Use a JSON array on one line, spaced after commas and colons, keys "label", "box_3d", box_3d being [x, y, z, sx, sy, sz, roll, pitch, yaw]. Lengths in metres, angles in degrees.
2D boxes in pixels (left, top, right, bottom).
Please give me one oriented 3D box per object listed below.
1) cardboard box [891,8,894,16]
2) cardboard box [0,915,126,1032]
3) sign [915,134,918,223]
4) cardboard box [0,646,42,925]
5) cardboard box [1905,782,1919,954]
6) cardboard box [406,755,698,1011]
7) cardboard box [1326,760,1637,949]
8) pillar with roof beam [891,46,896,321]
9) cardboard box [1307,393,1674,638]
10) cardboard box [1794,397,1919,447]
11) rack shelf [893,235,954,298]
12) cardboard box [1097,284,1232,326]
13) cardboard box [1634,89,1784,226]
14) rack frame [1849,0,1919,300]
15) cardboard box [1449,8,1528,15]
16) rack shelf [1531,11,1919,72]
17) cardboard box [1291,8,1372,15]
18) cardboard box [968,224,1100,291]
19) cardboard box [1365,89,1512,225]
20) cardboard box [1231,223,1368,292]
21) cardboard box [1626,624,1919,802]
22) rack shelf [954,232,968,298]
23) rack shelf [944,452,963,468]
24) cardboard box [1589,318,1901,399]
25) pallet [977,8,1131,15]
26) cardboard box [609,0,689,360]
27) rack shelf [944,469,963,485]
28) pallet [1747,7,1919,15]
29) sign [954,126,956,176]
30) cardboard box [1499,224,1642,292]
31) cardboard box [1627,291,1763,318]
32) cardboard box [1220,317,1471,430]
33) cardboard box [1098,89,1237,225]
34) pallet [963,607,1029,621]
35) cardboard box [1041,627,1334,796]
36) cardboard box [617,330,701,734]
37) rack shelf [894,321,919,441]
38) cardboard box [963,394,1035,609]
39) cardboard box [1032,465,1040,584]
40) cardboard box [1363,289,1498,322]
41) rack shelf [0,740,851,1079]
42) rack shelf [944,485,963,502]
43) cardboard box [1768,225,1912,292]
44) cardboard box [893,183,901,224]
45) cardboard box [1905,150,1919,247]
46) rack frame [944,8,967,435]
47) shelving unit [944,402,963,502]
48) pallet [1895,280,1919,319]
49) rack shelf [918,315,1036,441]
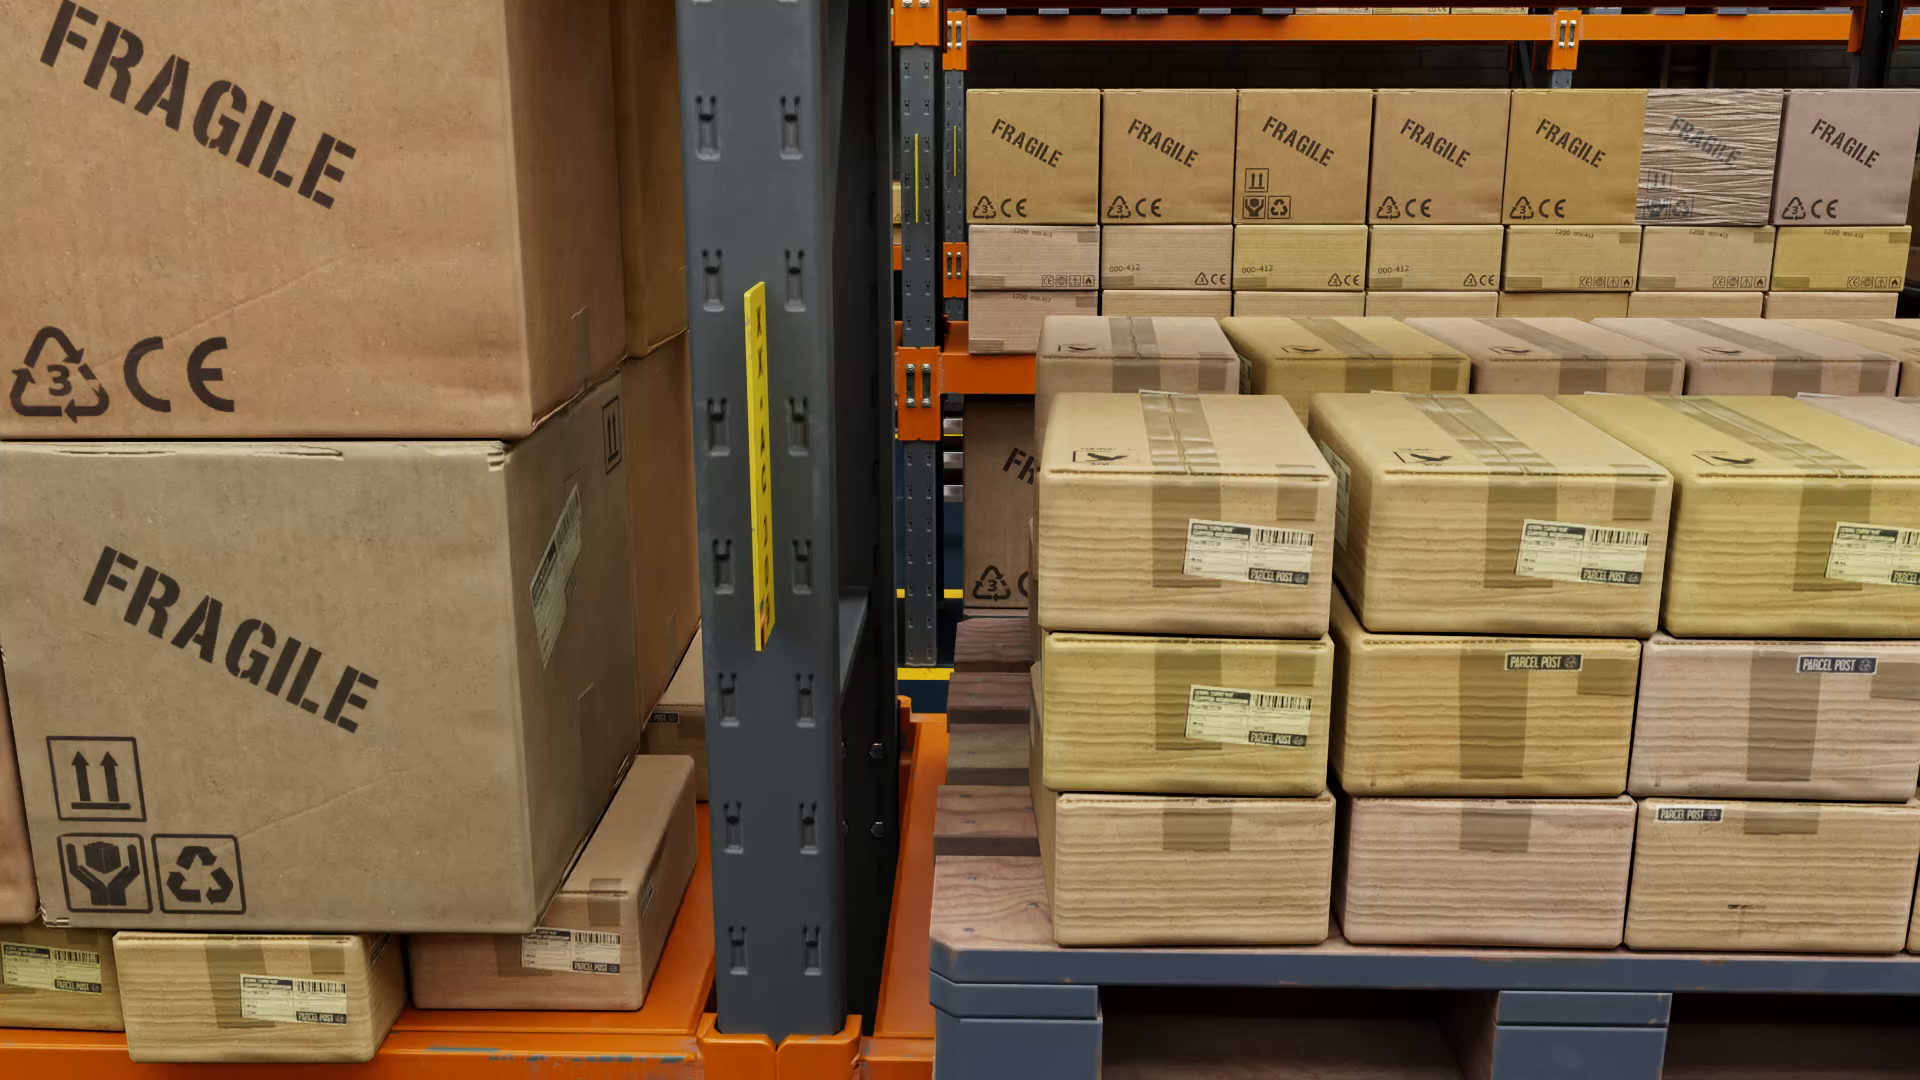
[{"label": "cardboard box", "box_3d": [-0.394, -3.572, 11.110, 0.250, 0.149, 0.380, 0, 15, 1]}, {"label": "cardboard box", "box_3d": [-0.993, 0.402, 1.930, 0.250, 0.149, 0.380, 1, 15, 4]}, {"label": "sign", "box_3d": [-0.163, -1.365, 6.282, 0.005, 0.325, 0.100, 0, 15, 1]}, {"label": "cardboard box", "box_3d": [-1.185, 0.086, 1.854, 0.500, 0.500, 0.500, 0, 15, 0]}, {"label": "cardboard box", "box_3d": [0.985, 0.256, 1.658, 0.250, 0.149, 0.380, 1, 15, 2]}, {"label": "cardboard box", "box_3d": [-0.467, 0.393, 1.965, 0.250, 0.149, 0.380, 0, 15, 1]}, {"label": "cardboard box", "box_3d": [0.484, 0.252, 1.675, 0.250, 0.149, 0.380, 1, 15, 2]}, {"label": "pillar with roof beam", "box_3d": [-0.810, -4.353, 7.699, 0.400, 9.000, 9.100, 0, 15, 1]}, {"label": "cardboard box", "box_3d": [0.486, -0.036, 1.599, 0.250, 0.149, 0.380, 1, 15, 3]}, {"label": "cardboard box", "box_3d": [0.991, -0.031, 1.582, 0.250, 0.149, 0.380, 0, 15, 1]}, {"label": "rack shelf", "box_3d": [-2.026, -1.981, 11.878, 4.000, 0.370, 1.077, 0, 15, 1]}, {"label": "cardboard box", "box_3d": [0.800, -0.904, 6.681, 0.500, 0.250, 0.500, 0, 15, 0]}, {"label": "cardboard box", "box_3d": [2.812, -1.493, 6.464, 0.500, 0.500, 0.500, 1, 15, 2]}, {"label": "rack frame", "box_3d": [3.849, -1.024, 6.840, 0.127, 3.000, 1.000, 0, 15, 1]}, {"label": "cardboard box", "box_3d": [3.452, -3.609, 11.053, 0.500, 0.250, 0.500, 0, 15, 0]}, {"label": "rack shelf", "box_3d": [5.971, -3.379, 11.298, 4.000, 0.370, 1.077, 0, 15, 1]}, {"label": "cardboard box", "box_3d": [2.450, -3.615, 11.076, 0.500, 0.250, 0.500, 0, 15, 1]}, {"label": "cardboard box", "box_3d": [0.283, -1.144, 6.611, 0.500, 0.250, 0.500, 0, 15, 0]}, {"label": "cardboard box", "box_3d": [1.810, -1.503, 6.503, 0.500, 0.500, 0.500, 0, 15, 1]}, {"label": "cardboard box", "box_3d": [1.308, -1.138, 6.587, 0.500, 0.250, 0.500, 1, 15, 2]}, {"label": "cardboard box", "box_3d": [0.724, 0.110, 1.627, 0.250, 0.149, 0.380, 1, 15, 3]}, {"label": "rack shelf", "box_3d": [1.972, -1.955, 11.779, 4.000, 0.370, 1.077, 0, 15, 1]}, {"label": "rack shelf", "box_3d": [-0.008, -0.403, 8.734, 0.200, 0.077, 0.258, 0, 15, 1]}, {"label": "cardboard box", "box_3d": [1.020, -0.198, 2.213, 0.250, 0.149, 0.380, 0, 15, 1]}, {"label": "pallet", "box_3d": [0.623, -3.653, 11.294, 1.003, 0.211, 1.213, 0, 15, 1]}, {"label": "cardboard box", "box_3d": [-0.620, -0.527, 2.220, 0.500, 0.500, 0.500, 1, 15, 3]}, {"label": "rack shelf", "box_3d": [-0.008, -0.316, 8.757, 0.200, 0.077, 0.258, 0, 15, 1]}, {"label": "pallet", "box_3d": [5.770, -3.660, 11.324, 1.213, 0.211, 1.003, 1, 15, 4]}, {"label": "sign", "box_3d": [-0.033, -2.596, 11.102, 0.005, 0.325, 0.100, 0, 15, 1]}, {"label": "cardboard box", "box_3d": [2.333, -1.132, 6.564, 0.500, 0.250, 0.500, 0, 15, 0]}, {"label": "cardboard box", "box_3d": [2.825, -0.888, 6.618, 0.500, 0.250, 0.500, 1, 15, 2]}, {"label": "cardboard box", "box_3d": [0.500, -0.202, 2.227, 0.250, 0.149, 0.380, 0, 15, 0]}, {"label": "cardboard box", "box_3d": [0.792, -1.509, 6.524, 0.500, 0.500, 0.500, 0, 15, 1]}, {"label": "pallet", "box_3d": [0.623, 0.284, 7.348, 1.213, 0.211, 1.003, 0, 15, 1]}, {"label": "cardboard box", "box_3d": [0.207, 0.108, 1.638, 0.250, 0.149, 0.380, 1, 15, 2]}, {"label": "cardboard box", "box_3d": [-0.664, -0.046, 2.357, 0.500, 0.500, 0.500, 0, 15, 0]}, {"label": "rack shelf", "box_3d": [-2.149, -0.715, 7.080, 4.000, 0.370, 1.077, 0, 15, 1]}, {"label": "cardboard box", "box_3d": [0.472, -0.242, 7.218, 0.875, 0.875, 0.875, 1, 15, 3]}, {"label": "cardboard box", "box_3d": [0.227, -0.060, 2.273, 0.250, 0.149, 0.380, 1, 15, 3]}, {"label": "cardboard box", "box_3d": [1.812, -0.891, 6.631, 0.500, 0.250, 0.500, 0, 15, 1]}, {"label": "rack shelf", "box_3d": [-2.175, 0.548, 2.293, 4.000, 0.370, 1.077, 0, 15, 1]}, {"label": "rack shelf", "box_3d": [-0.008, -0.229, 8.780, 0.200, 0.077, 0.258, 0, 15, 1]}, {"label": "cardboard box", "box_3d": [3.358, -1.131, 6.562, 0.500, 0.250, 0.500, 0, 15, 1]}, {"label": "cardboard box", "box_3d": [-0.542, -2.328, 11.495, 0.500, 0.250, 0.500, 1, 15, 3]}, {"label": "cardboard box", "box_3d": [4.310, -1.487, 6.993, 0.500, 0.500, 0.500, 0, 15, 0]}, {"label": "rack frame", "box_3d": [-0.027, -2.316, 11.737, 0.127, 3.000, 1.000, 0, 15, 1]}, {"label": "shelving unit", "box_3d": [-0.008, -0.435, 8.725, 0.210, 0.900, 0.258, 0, 15, 1]}, {"label": "pallet", "box_3d": [4.564, -0.953, 6.950, 1.003, 0.211, 1.213, 0, 15, 1]}, {"label": "rack shelf", "box_3d": [1.849, -0.689, 6.981, 4.000, 0.370, 1.077, 0, 15, 1]}]
